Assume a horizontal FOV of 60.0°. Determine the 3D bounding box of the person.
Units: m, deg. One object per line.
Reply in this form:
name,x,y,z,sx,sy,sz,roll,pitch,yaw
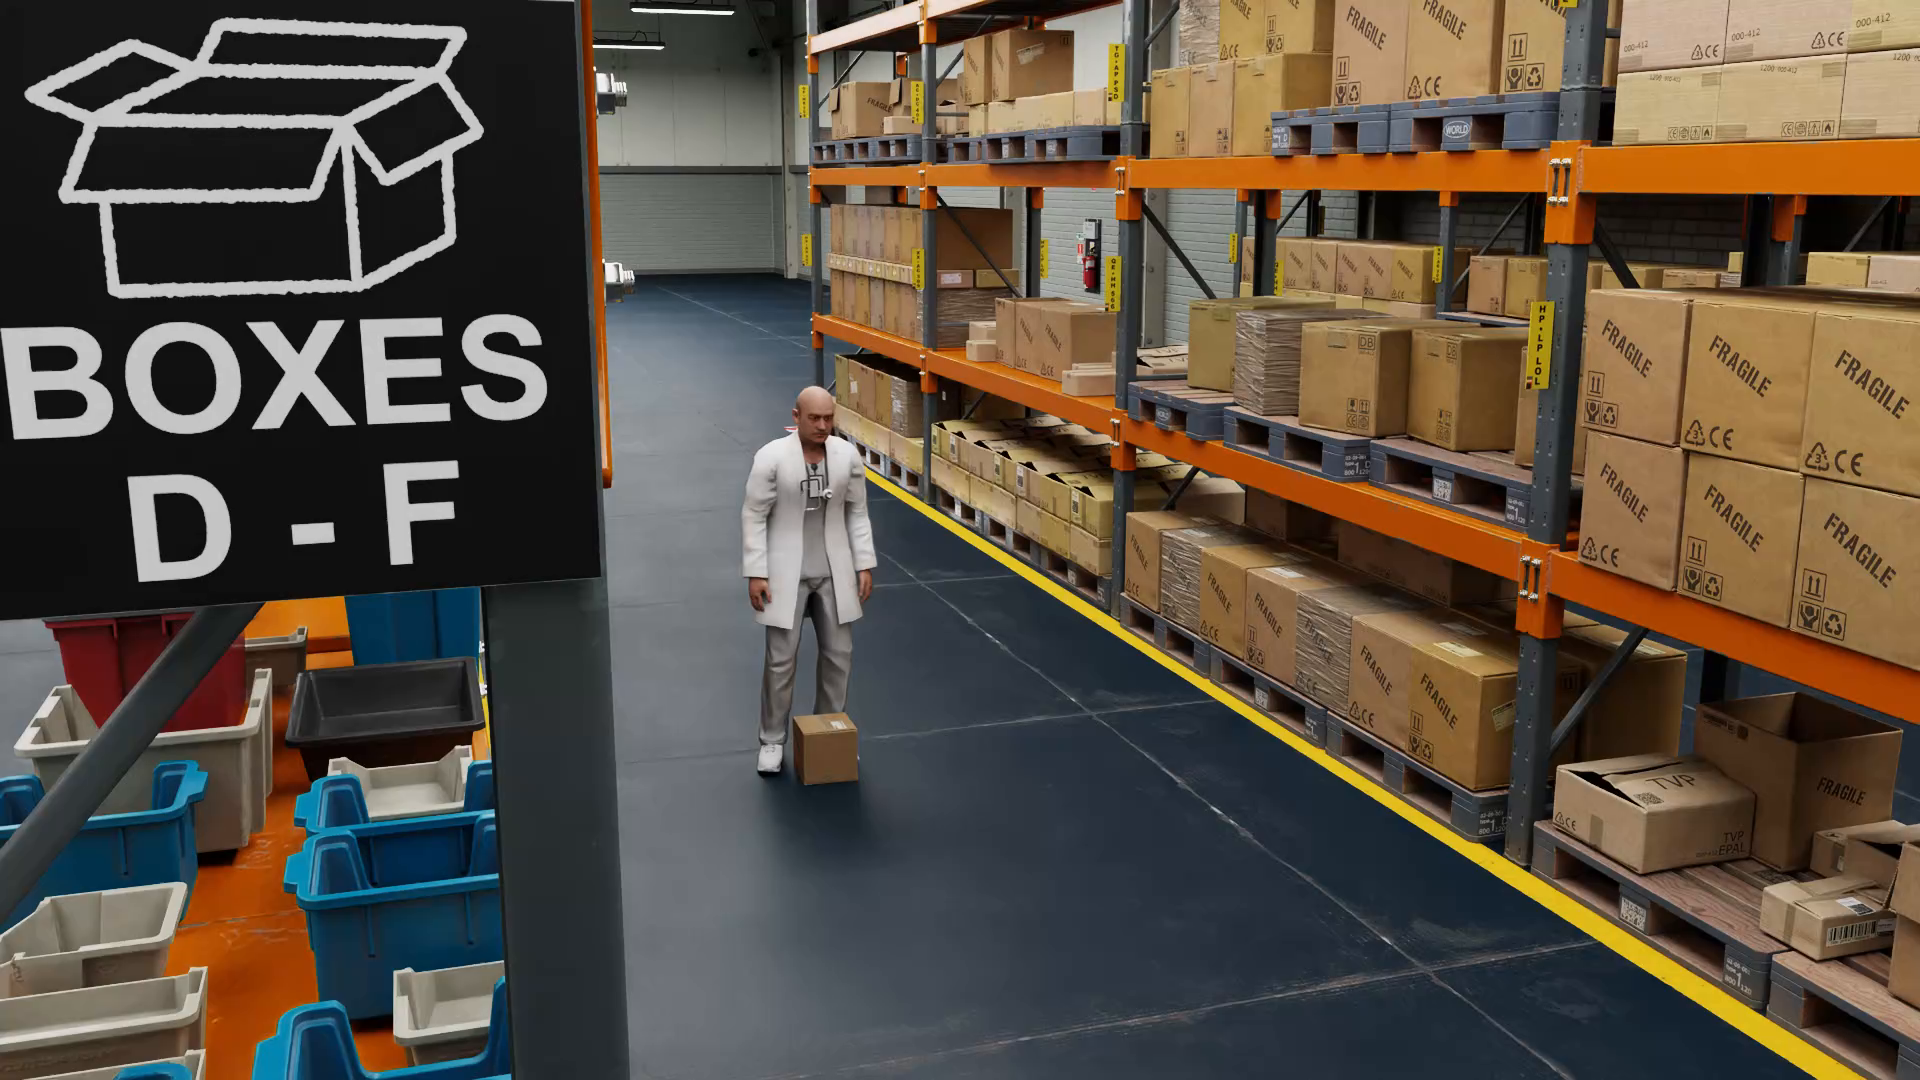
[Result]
person,-0.694,0.166,7.733,0.652,1.773,0.426,-5,13,-21
